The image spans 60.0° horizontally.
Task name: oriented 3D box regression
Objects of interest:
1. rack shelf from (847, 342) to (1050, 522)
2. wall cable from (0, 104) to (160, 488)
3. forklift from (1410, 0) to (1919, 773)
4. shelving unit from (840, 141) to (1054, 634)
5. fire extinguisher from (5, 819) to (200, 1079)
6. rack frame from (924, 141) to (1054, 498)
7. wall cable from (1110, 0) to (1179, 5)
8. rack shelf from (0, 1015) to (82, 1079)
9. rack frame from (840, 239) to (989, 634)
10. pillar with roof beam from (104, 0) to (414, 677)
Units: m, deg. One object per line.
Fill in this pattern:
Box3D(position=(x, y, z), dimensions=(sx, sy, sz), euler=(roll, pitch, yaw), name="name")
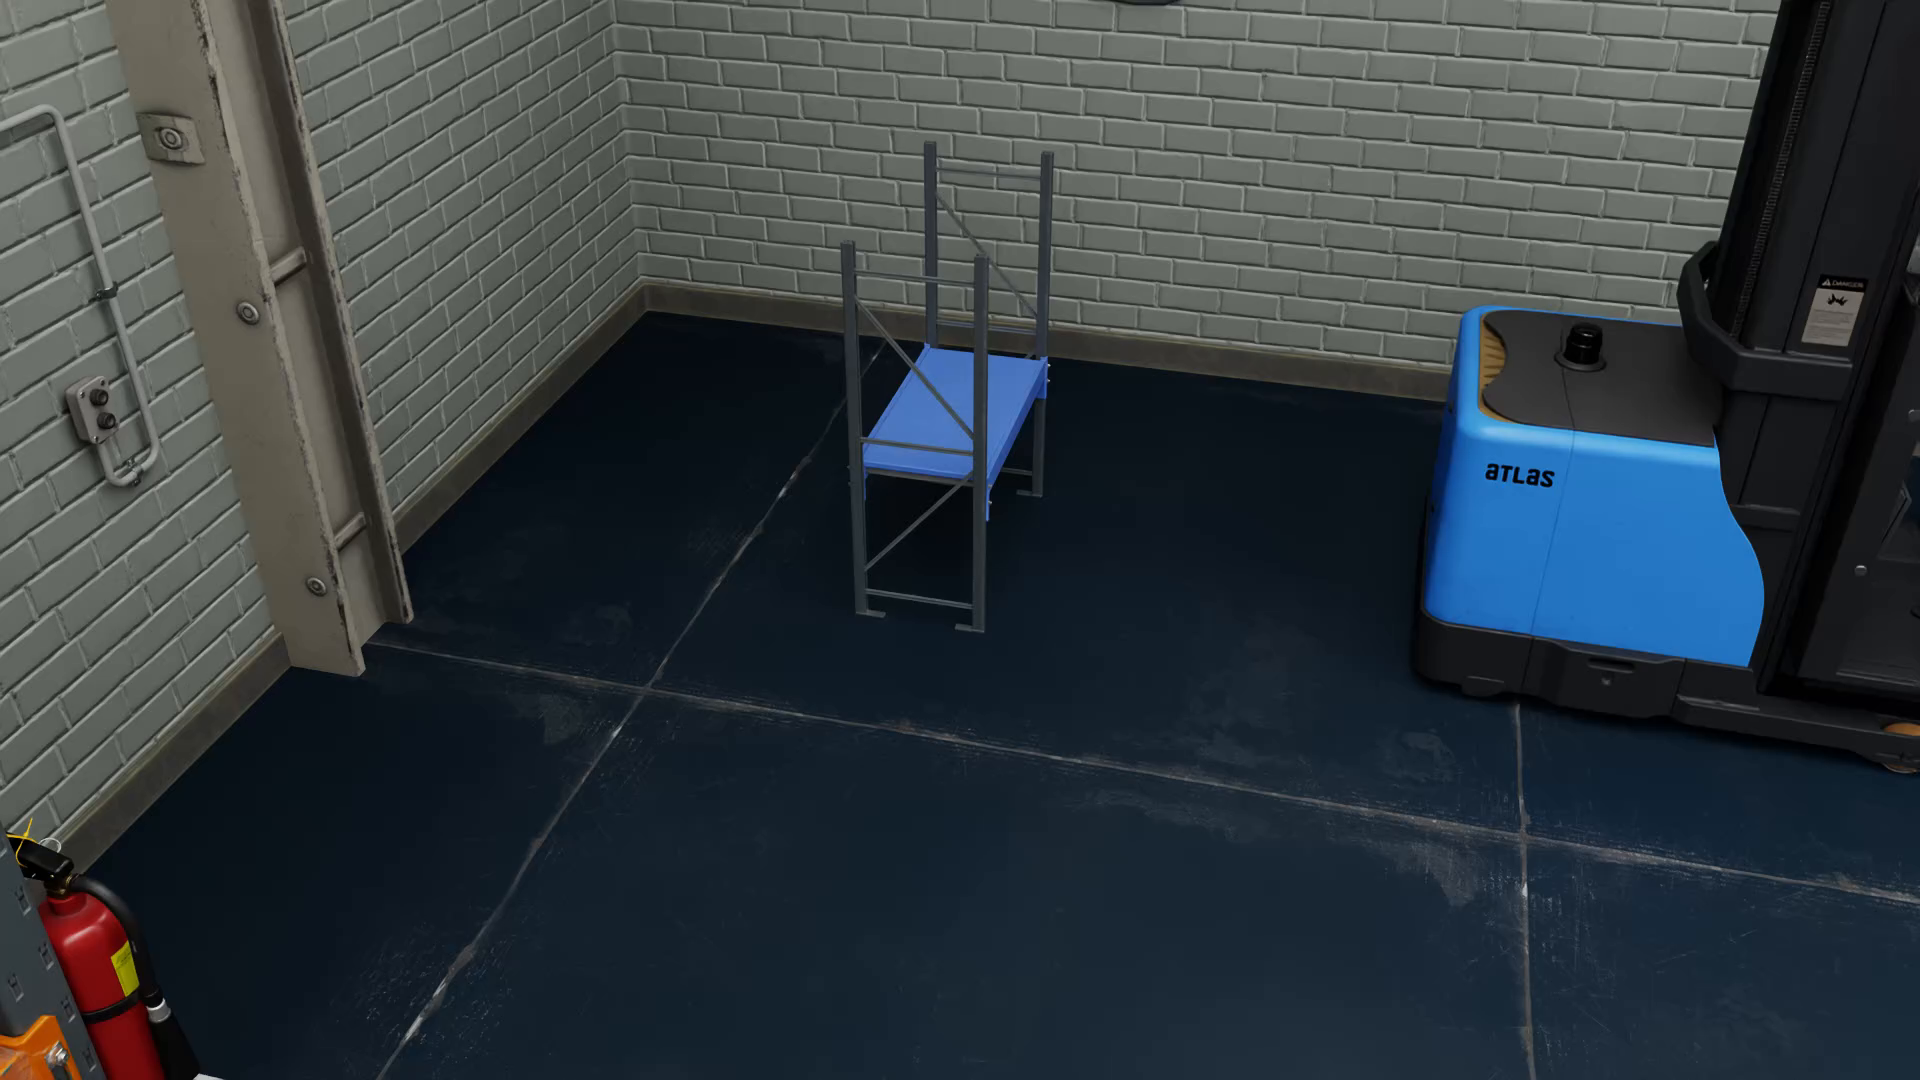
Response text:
Box3D(position=(-0.022, -0.437, 6.375), dimensions=(0.538, 0.185, 1.000), euler=(8, 33, 12), name="rack shelf")
Box3D(position=(-2.701, -0.600, 3.951), dimensions=(0.084, 1.984, 1.851), euler=(8, 33, 12), name="wall cable")
Box3D(position=(3.181, -0.752, 5.202), dimensions=(3.031, 2.935, 1.130), euler=(8, 33, 13), name="forklift")
Box3D(position=(-0.022, -0.589, 6.278), dimensions=(0.538, 1.500, 1.048), euler=(8, 33, 12), name="shelving unit")
Box3D(position=(-1.626, 0.796, 3.121), dimensions=(0.296, 0.674, 0.183), euler=(8, 33, 12), name="fire extinguisher")
Box3D(position=(0.107, -0.852, 6.693), dimensions=(0.500, 1.500, 0.032), euler=(8, 33, 12), name="rack frame")
Box3D(position=(-0.330, -3.486, 6.740), dimensions=(3.097, 2.526, 0.112), euler=(8, 33, 12), name="wall cable")
Box3D(position=(-2.618, 1.963, 1.536), dimensions=(1.077, 0.370, 4.000), euler=(8, 33, 12), name="rack shelf")
Box3D(position=(-0.151, -0.325, 5.863), dimensions=(0.500, 1.500, 0.032), euler=(8, 33, 12), name="rack frame")
Box3D(position=(1.902, -2.843, 2.834), dimensions=(9.100, 9.000, 0.400), euler=(8, 33, 12), name="pillar with roof beam")
